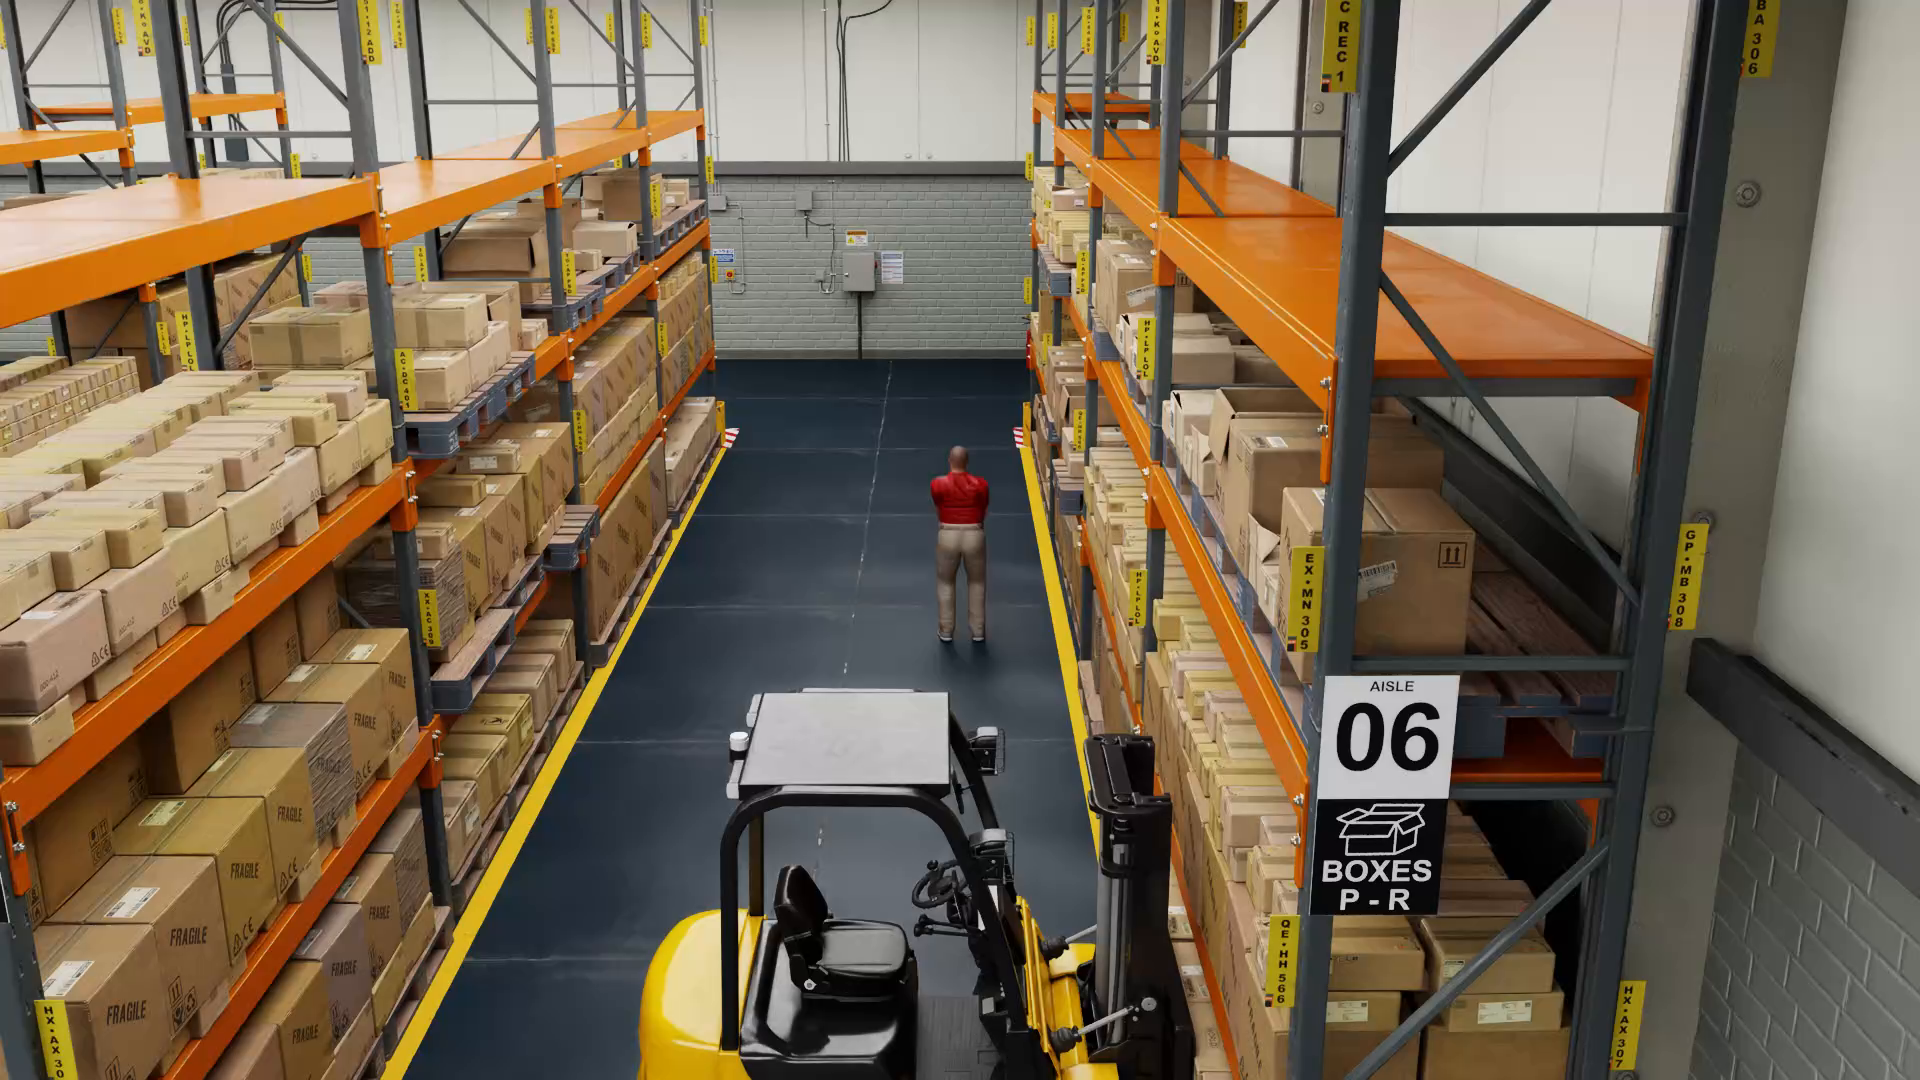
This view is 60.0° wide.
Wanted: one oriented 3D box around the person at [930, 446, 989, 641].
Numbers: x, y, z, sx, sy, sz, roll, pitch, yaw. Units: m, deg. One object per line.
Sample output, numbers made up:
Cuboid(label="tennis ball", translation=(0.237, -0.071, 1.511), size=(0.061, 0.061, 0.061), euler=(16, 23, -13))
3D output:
Cuboid(label="person", translation=(0.000, -0.003, 14.184), size=(0.494, 1.717, 0.530), euler=(0, 17, 0))
